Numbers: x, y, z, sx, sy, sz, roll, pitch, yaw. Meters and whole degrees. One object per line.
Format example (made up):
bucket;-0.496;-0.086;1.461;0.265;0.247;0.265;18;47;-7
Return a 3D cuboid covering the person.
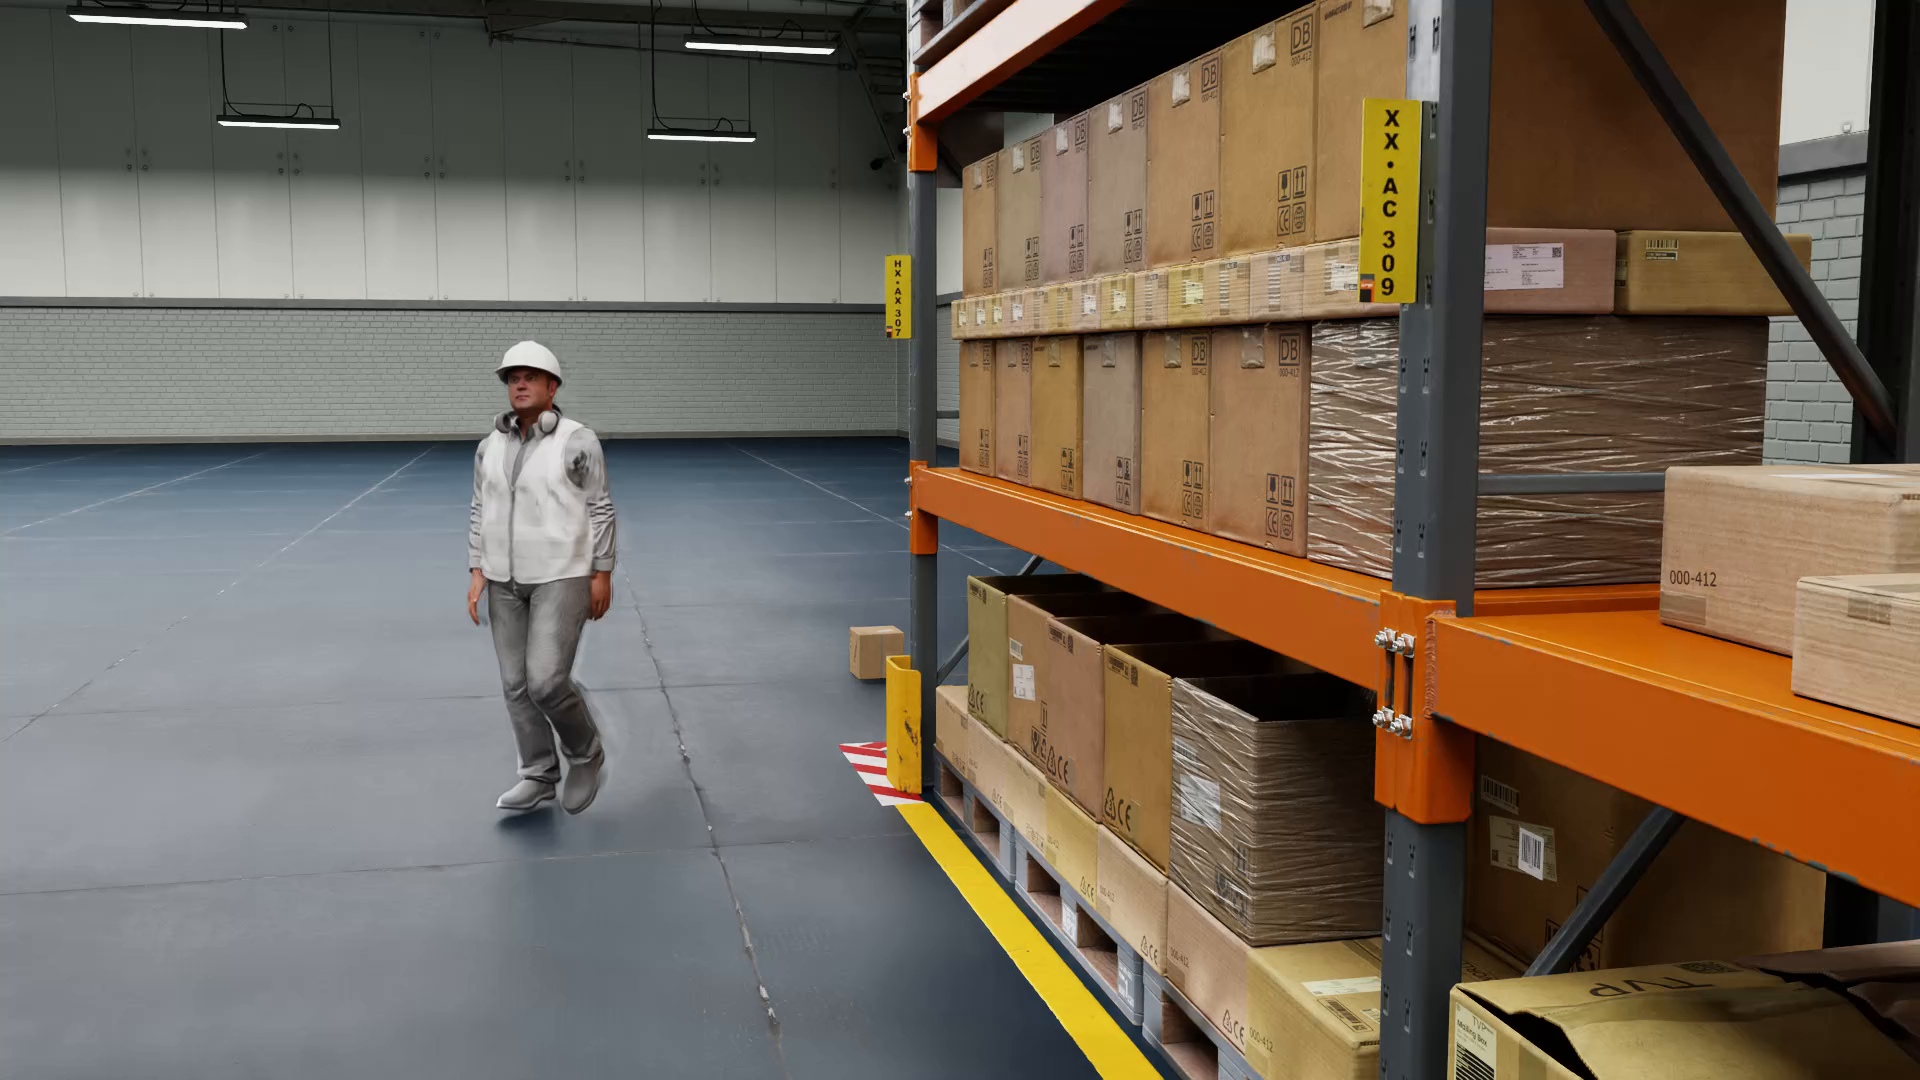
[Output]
person;-1.591;0.153;6.211;0.540;1.784;0.447;2;6;19
